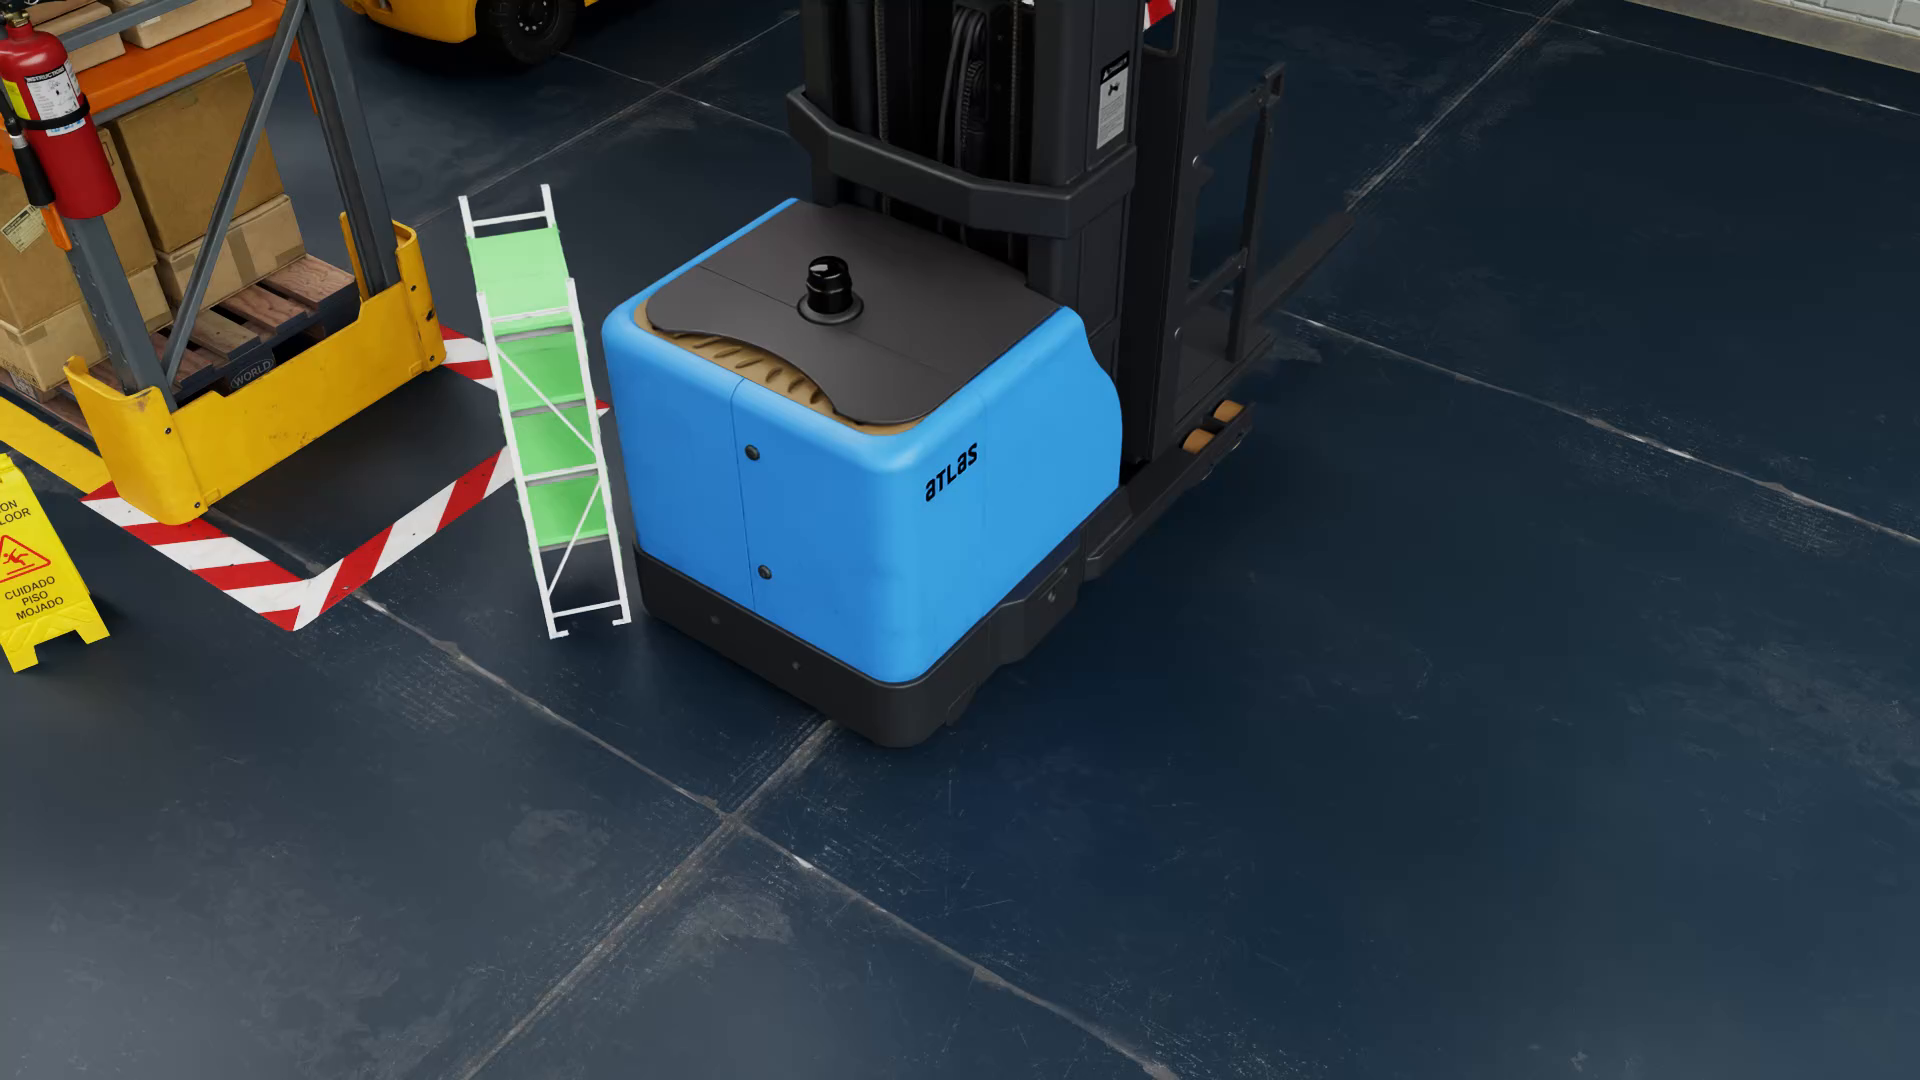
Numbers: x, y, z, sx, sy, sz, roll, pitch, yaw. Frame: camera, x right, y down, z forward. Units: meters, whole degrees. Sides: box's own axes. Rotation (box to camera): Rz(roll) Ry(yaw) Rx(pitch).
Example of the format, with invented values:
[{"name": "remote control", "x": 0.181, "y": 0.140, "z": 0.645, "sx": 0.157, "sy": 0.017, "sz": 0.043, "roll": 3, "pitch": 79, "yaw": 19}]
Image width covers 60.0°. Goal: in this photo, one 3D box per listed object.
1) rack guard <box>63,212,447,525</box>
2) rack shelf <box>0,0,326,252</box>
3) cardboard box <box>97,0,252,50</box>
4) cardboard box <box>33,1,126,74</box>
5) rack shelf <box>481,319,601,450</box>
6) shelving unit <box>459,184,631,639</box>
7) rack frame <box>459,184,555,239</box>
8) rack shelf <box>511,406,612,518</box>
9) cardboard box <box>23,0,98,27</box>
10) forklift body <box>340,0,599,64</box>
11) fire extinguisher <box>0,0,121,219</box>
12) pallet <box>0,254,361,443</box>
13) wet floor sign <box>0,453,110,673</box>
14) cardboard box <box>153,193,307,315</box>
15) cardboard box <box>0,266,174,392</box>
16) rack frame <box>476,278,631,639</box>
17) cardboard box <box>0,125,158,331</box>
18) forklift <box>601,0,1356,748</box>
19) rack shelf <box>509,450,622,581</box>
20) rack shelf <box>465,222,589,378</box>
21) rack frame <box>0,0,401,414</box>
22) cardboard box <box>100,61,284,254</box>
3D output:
[{"name": "rack guard", "x": -2.300, "y": -0.600, "z": 5.546, "sx": 0.348, "sy": 0.500, "sz": 1.175, "roll": 25, "pitch": 48, "yaw": 25}, {"name": "rack shelf", "x": -3.875, "y": -2.000, "z": 5.776, "sx": 4.000, "sy": 0.370, "sz": 1.077, "roll": 25, "pitch": 48, "yaw": 25}, {"name": "cardboard box", "x": -2.397, "y": -1.652, "z": 5.035, "sx": 0.250, "sy": 0.149, "sz": 0.380, "roll": 25, "pitch": 48, "yaw": 25}, {"name": "cardboard box", "x": -2.666, "y": -1.436, "z": 4.793, "sx": 0.250, "sy": 0.149, "sz": 0.380, "roll": 27, "pitch": 48, "yaw": 27}, {"name": "rack shelf", "x": -1.165, "y": -0.471, "z": 4.610, "sx": 0.258, "sy": 0.148, "sz": 0.480, "roll": -11, "pitch": 43, "yaw": -14}, {"name": "shelving unit", "x": -1.167, "y": -0.340, "z": 4.727, "sx": 0.258, "sy": 1.200, "sz": 0.503, "roll": -11, "pitch": 43, "yaw": -14}, {"name": "rack frame", "x": -1.241, "y": -0.495, "z": 4.900, "sx": 0.240, "sy": 1.200, "sz": 0.015, "roll": -11, "pitch": 43, "yaw": -14}, {"name": "rack shelf", "x": -1.168, "y": -0.292, "z": 4.770, "sx": 0.258, "sy": 0.148, "sz": 0.480, "roll": -11, "pitch": 43, "yaw": -14}, {"name": "cardboard box", "x": -2.840, "y": -1.708, "z": 4.612, "sx": 0.500, "sy": 0.500, "sz": 0.500, "roll": 24, "pitch": 47, "yaw": 25}, {"name": "forklift body", "x": -1.990, "y": -3.628, "z": 7.691, "sx": 1.214, "sy": 2.155, "sz": 2.313, "roll": 25, "pitch": 48, "yaw": 25}, {"name": "fire extinguisher", "x": -2.408, "y": -1.178, "z": 4.376, "sx": 0.183, "sy": 0.674, "sz": 0.296, "roll": 25, "pitch": 48, "yaw": 25}, {"name": "pallet", "x": -2.944, "y": -0.823, "z": 6.011, "sx": 1.213, "sy": 0.211, "sz": 1.003, "roll": 25, "pitch": 48, "yaw": 25}, {"name": "wet floor sign", "x": -2.696, "y": 0.032, "z": 4.731, "sx": 0.267, "sy": 0.644, "sz": 0.232, "roll": -25, "pitch": 48, "yaw": -25}, {"name": "cardboard box", "x": -2.739, "y": -1.094, "z": 5.971, "sx": 0.500, "sy": 0.250, "sz": 0.500, "roll": 25, "pitch": 47, "yaw": 25}, {"name": "cardboard box", "x": -3.073, "y": -0.806, "z": 5.649, "sx": 0.500, "sy": 0.250, "sz": 0.500, "roll": 25, "pitch": 47, "yaw": 25}, {"name": "rack frame", "x": -1.093, "y": -0.185, "z": 4.554, "sx": 0.240, "sy": 1.200, "sz": 0.015, "roll": -11, "pitch": 43, "yaw": -14}, {"name": "cardboard box", "x": -3.043, "y": -1.078, "z": 5.390, "sx": 0.500, "sy": 0.500, "sz": 0.500, "roll": 25, "pitch": 48, "yaw": 26}, {"name": "forklift", "x": 0.330, "y": -1.466, "z": 4.690, "sx": 1.130, "sy": 2.935, "sz": 3.031, "roll": 26, "pitch": 48, "yaw": 26}, {"name": "rack shelf", "x": -1.171, "y": -0.112, "z": 4.929, "sx": 0.258, "sy": 0.148, "sz": 0.480, "roll": -11, "pitch": 43, "yaw": -14}, {"name": "rack shelf", "x": -1.162, "y": -0.651, "z": 4.451, "sx": 0.258, "sy": 0.148, "sz": 0.480, "roll": -11, "pitch": 43, "yaw": -14}, {"name": "rack frame", "x": -2.237, "y": -1.503, "z": 4.680, "sx": 0.127, "sy": 3.000, "sz": 1.000, "roll": 25, "pitch": 48, "yaw": 25}, {"name": "cardboard box", "x": -2.759, "y": -1.383, "z": 5.730, "sx": 0.500, "sy": 0.500, "sz": 0.500, "roll": 24, "pitch": 47, "yaw": 24}]
